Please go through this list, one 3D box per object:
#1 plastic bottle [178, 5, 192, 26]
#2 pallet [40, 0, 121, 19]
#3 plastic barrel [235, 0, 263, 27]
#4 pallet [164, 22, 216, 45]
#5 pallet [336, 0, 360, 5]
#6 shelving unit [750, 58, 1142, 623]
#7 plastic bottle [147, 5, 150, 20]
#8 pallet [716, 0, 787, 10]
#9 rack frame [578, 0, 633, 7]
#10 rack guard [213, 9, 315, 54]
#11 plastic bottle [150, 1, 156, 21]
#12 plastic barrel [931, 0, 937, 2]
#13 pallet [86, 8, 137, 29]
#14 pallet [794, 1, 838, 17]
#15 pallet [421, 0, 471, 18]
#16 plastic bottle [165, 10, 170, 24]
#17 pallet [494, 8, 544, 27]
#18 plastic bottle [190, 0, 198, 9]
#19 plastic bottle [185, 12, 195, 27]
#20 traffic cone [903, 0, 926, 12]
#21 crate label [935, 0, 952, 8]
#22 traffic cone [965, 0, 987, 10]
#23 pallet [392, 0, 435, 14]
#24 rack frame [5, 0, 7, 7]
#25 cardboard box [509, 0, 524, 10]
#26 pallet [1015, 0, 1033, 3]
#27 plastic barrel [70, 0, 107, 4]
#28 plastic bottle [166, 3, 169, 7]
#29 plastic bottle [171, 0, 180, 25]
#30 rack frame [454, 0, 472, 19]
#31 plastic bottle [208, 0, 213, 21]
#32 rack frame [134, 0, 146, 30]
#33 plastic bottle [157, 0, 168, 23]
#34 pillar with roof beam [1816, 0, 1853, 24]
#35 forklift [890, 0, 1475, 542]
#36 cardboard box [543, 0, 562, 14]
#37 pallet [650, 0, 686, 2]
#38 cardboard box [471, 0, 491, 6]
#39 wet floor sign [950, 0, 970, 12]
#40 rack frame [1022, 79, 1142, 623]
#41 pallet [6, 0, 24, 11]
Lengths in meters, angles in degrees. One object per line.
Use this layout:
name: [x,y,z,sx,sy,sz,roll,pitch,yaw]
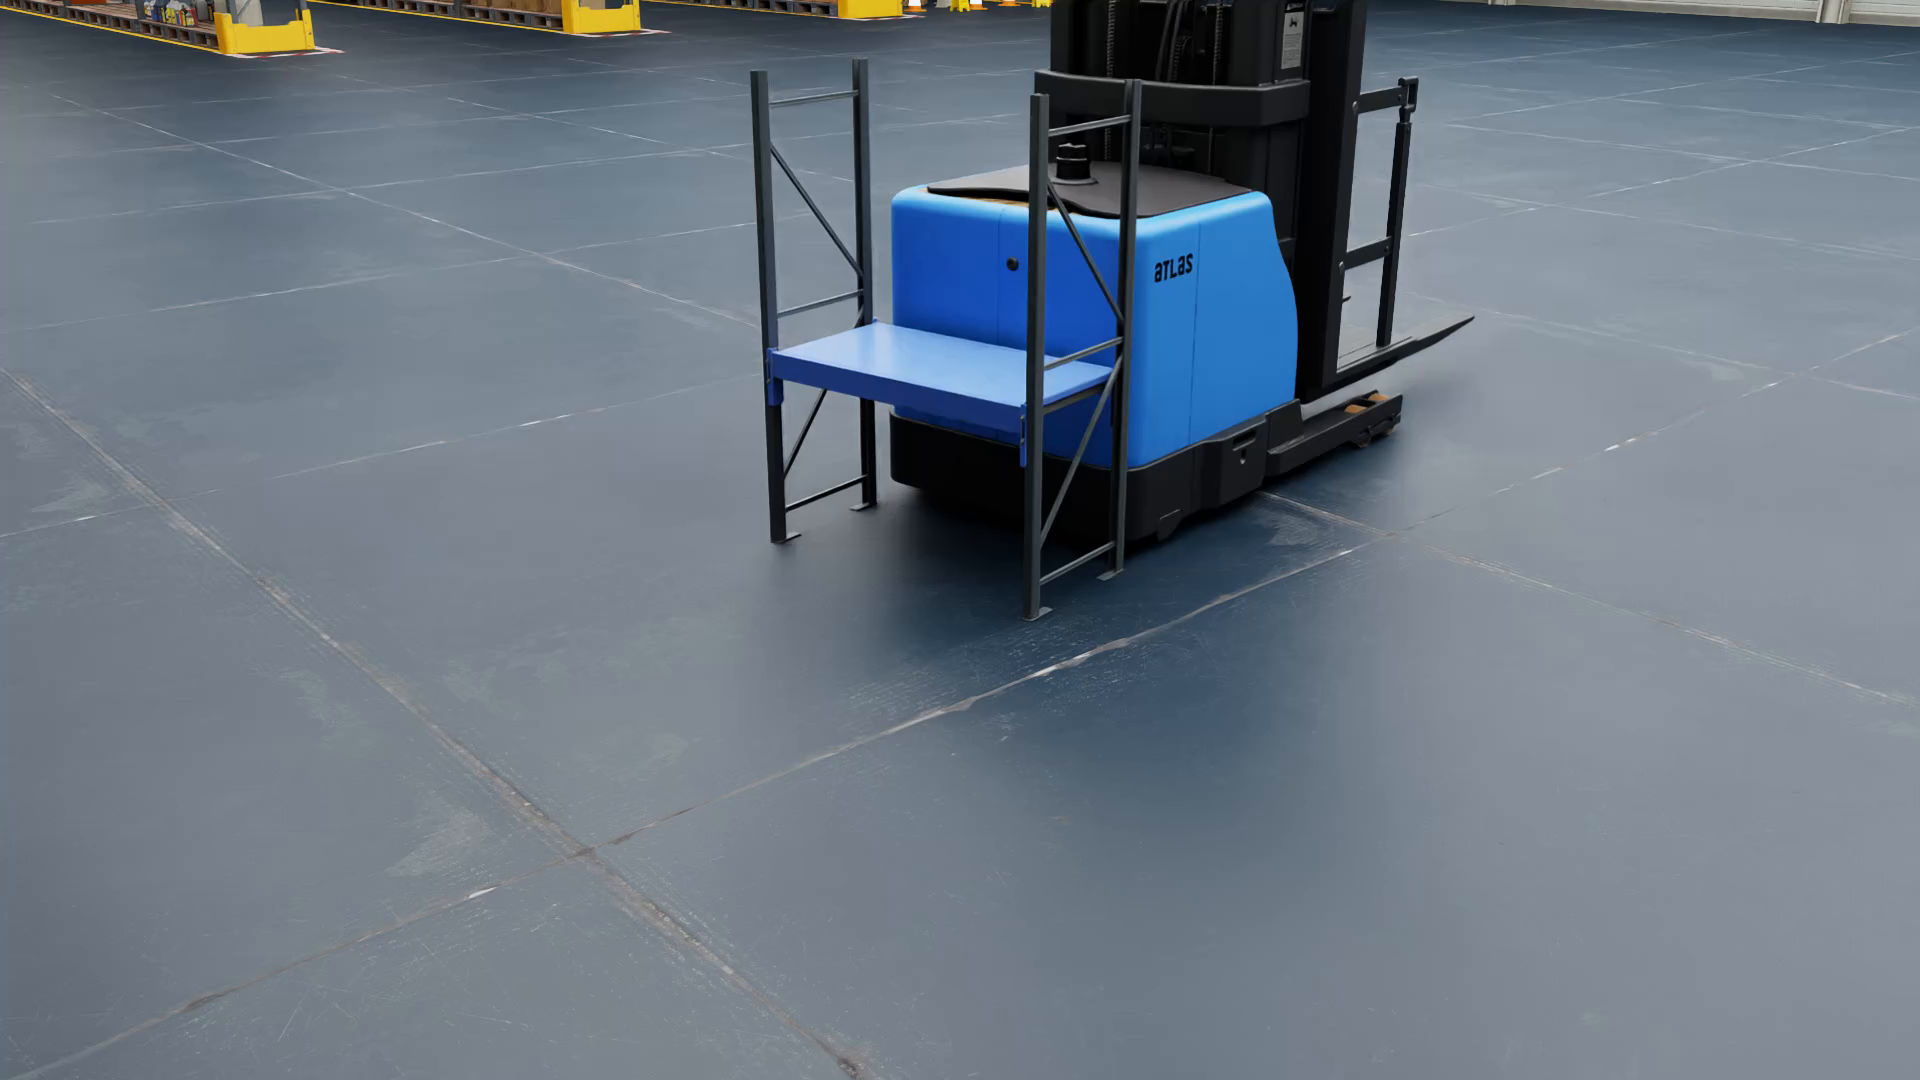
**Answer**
plastic bottle: [-10.771,-7.294,23.126,0.152,0.276,0.135,-17,27,-37]
pallet: [-14.865,-8.998,28.168,1.003,0.211,1.213,-17,27,-37]
plastic barrel: [-9.584,-7.079,22.281,0.421,0.512,0.421,0,21,0]
pallet: [-10.500,-7.152,23.456,1.003,0.211,1.213,-17,27,-37]
pallet: [-11.024,-10.205,31.250,1.003,0.211,1.213,-17,27,-37]
shelving unit: [-0.054,-0.643,5.070,1.048,1.500,0.538,16,26,35]
plastic bottle: [-11.765,-7.665,24.175,0.097,0.201,0.097,0,21,0]
pallet: [-3.695,-9.788,30.186,1.003,0.211,1.213,-17,27,-37]
rack frame: [-5.344,-9.058,24.496,1.000,3.000,0.127,-17,27,-37]
rack guard: [-9.182,-6.724,21.967,1.175,0.500,0.348,-17,27,-37]
plastic bottle: [-11.600,-7.645,24.021,0.152,0.276,0.135,-16,27,-36]
plastic barrel: [-0.332,-10.427,31.526,0.512,0.421,0.421,0,21,-1]
pallet: [-13.050,-8.230,26.207,1.003,0.211,1.213,-17,27,-37]
pallet: [-2.102,-9.114,28.465,1.003,0.211,1.213,-17,27,-37]
pallet: [-8.465,-9.079,28.375,1.003,0.211,1.213,-17,27,-37]
plastic bottle: [-11.205,-7.428,23.569,0.097,0.201,0.097,0,21,0]
pallet: [-6.690,-8.350,26.513,1.003,0.211,1.213,-17,27,-37]
plastic bottle: [-11.178,-7.811,24.344,0.144,0.351,0.185,-17,27,-37]
plastic bottle: [-10.628,-7.183,22.945,0.097,0.201,0.097,0,21,0]
traffic cone: [-0.792,-9.514,29.140,0.336,0.463,0.334,-17,27,-37]
crate label: [-0.274,-9.740,30.163,0.298,0.136,0.250,7,23,18]
traffic cone: [0.286,-9.689,29.587,0.336,0.463,0.334,-17,27,-37]
pallet: [-9.265,-9.416,29.236,1.003,0.211,1.213,-17,27,-37]
rack frame: [-16.930,-11.194,29.951,1.000,3.000,0.127,-17,27,-37]
cardboard box: [-6.880,-8.765,26.601,0.500,0.500,0.500,19,29,40]
pallet: [1.610,-10.372,31.676,1.003,0.211,1.213,-17,27,-37]
plastic barrel: [-14.651,-9.405,27.783,0.600,0.830,0.708,-17,27,-37]
plastic bottle: [-11.248,-7.512,23.689,0.097,0.271,0.097,0,21,0]
plastic bottle: [-10.973,-7.412,23.325,0.144,0.351,0.185,-16,27,-35]
rack frame: [-7.955,-10.163,27.318,1.000,3.000,0.127,-17,27,-37]
plastic bottle: [-10.794,-7.641,24.000,0.061,0.283,0.133,-17,27,-37]
rack frame: [-11.708,-8.984,24.308,1.000,3.000,0.127,-17,27,-37]
plastic bottle: [-11.372,-7.581,23.756,0.144,0.351,0.185,-19,28,-40]
pillar with roof beam: [10.721,-11.459,22.403,9.100,9.000,0.400,-17,27,-37]
forklift: [1.084,-1.821,6.115,1.130,2.935,3.031,17,27,37]
cardboard box: [-6.156,-8.423,25.727,0.500,0.500,0.500,-10,23,-24]
pallet: [-5.493,-10.550,32.129,1.003,0.211,1.213,-17,27,-37]
cardboard box: [-7.725,-9.074,27.391,0.500,0.500,0.500,-18,28,-39]
wet floor sign: [-0.002,-9.577,29.052,0.232,0.644,0.267,17,27,36]
rack frame: [0.348,-0.530,4.779,0.032,1.500,0.500,16,26,35]
pallet: [-16.458,-9.672,29.890,1.003,0.211,1.213,-17,27,-37]
